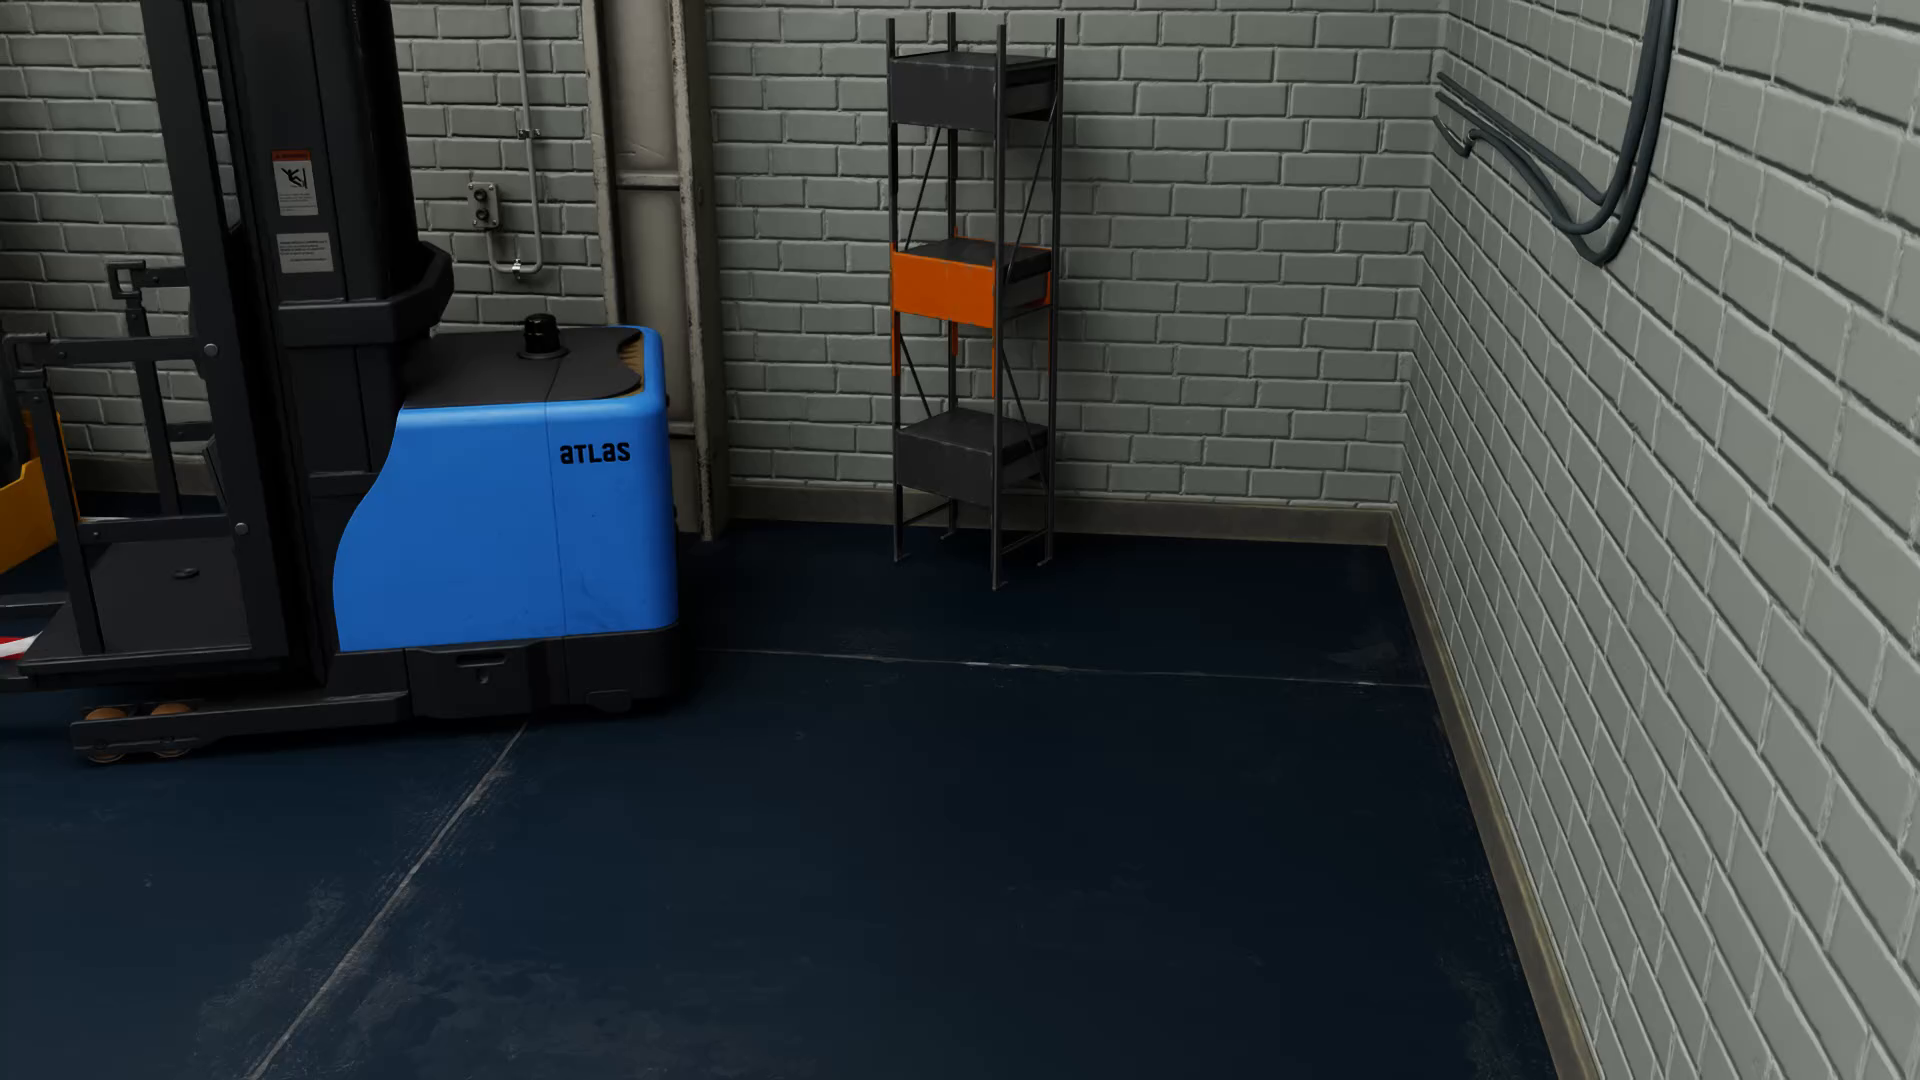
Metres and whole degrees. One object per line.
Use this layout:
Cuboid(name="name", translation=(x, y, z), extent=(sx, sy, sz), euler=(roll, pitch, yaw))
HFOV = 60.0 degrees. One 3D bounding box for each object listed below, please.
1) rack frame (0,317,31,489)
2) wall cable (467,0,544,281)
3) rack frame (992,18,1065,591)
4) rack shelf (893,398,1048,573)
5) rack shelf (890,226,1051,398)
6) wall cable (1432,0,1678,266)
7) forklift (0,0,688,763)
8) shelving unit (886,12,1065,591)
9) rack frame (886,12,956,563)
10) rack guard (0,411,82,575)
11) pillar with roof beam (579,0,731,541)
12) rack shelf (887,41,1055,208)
Cuboid(name="rack frame", translation=(-3.985, -1.256, 6.037), extent=(0.127, 3.000, 1.000), euler=(2, 22, 6))
Cuboid(name="wall cable", translation=(-2.602, -2.018, 6.584), extent=(1.851, 1.984, 0.084), euler=(2, 22, 6))
Cuboid(name="rack frame", translation=(0.251, -0.838, 6.204), extent=(0.015, 2.100, 0.400), euler=(15, 26, 34))
Cuboid(name="rack shelf", translation=(0.055, -0.228, 6.601), extent=(0.480, 0.518, 0.431), euler=(15, 26, 34))
Cuboid(name="rack shelf", translation=(0.055, -0.879, 6.344), extent=(0.480, 0.518, 0.431), euler=(15, 26, 34))
Cuboid(name="wall cable", translation=(1.590, -2.227, 4.556), extent=(0.112, 2.526, 3.097), euler=(2, 22, 6))
Cuboid(name="forklift", translation=(-2.475, -0.879, 5.176), extent=(3.031, 2.935, 1.130), euler=(-4, 22, -9))
Cuboid(name="shelving unit", translation=(0.055, -0.892, 6.339), extent=(0.503, 2.100, 0.431), euler=(15, 26, 34))
Cuboid(name="rack frame", translation=(-0.141, -0.945, 6.474), extent=(0.015, 2.100, 0.400), euler=(15, 26, 34))
Cuboid(name="rack guard", translation=(-3.961, -0.093, 6.494), extent=(0.348, 0.500, 1.175), euler=(2, 22, 6))
Cuboid(name="pillar with roof beam", translation=(-1.708, -2.673, 1.462), extent=(0.400, 9.000, 9.100), euler=(2, 22, 6))
Cuboid(name="rack shelf", translation=(0.055, -1.530, 6.087), extent=(0.480, 0.518, 0.431), euler=(15, 26, 34))
